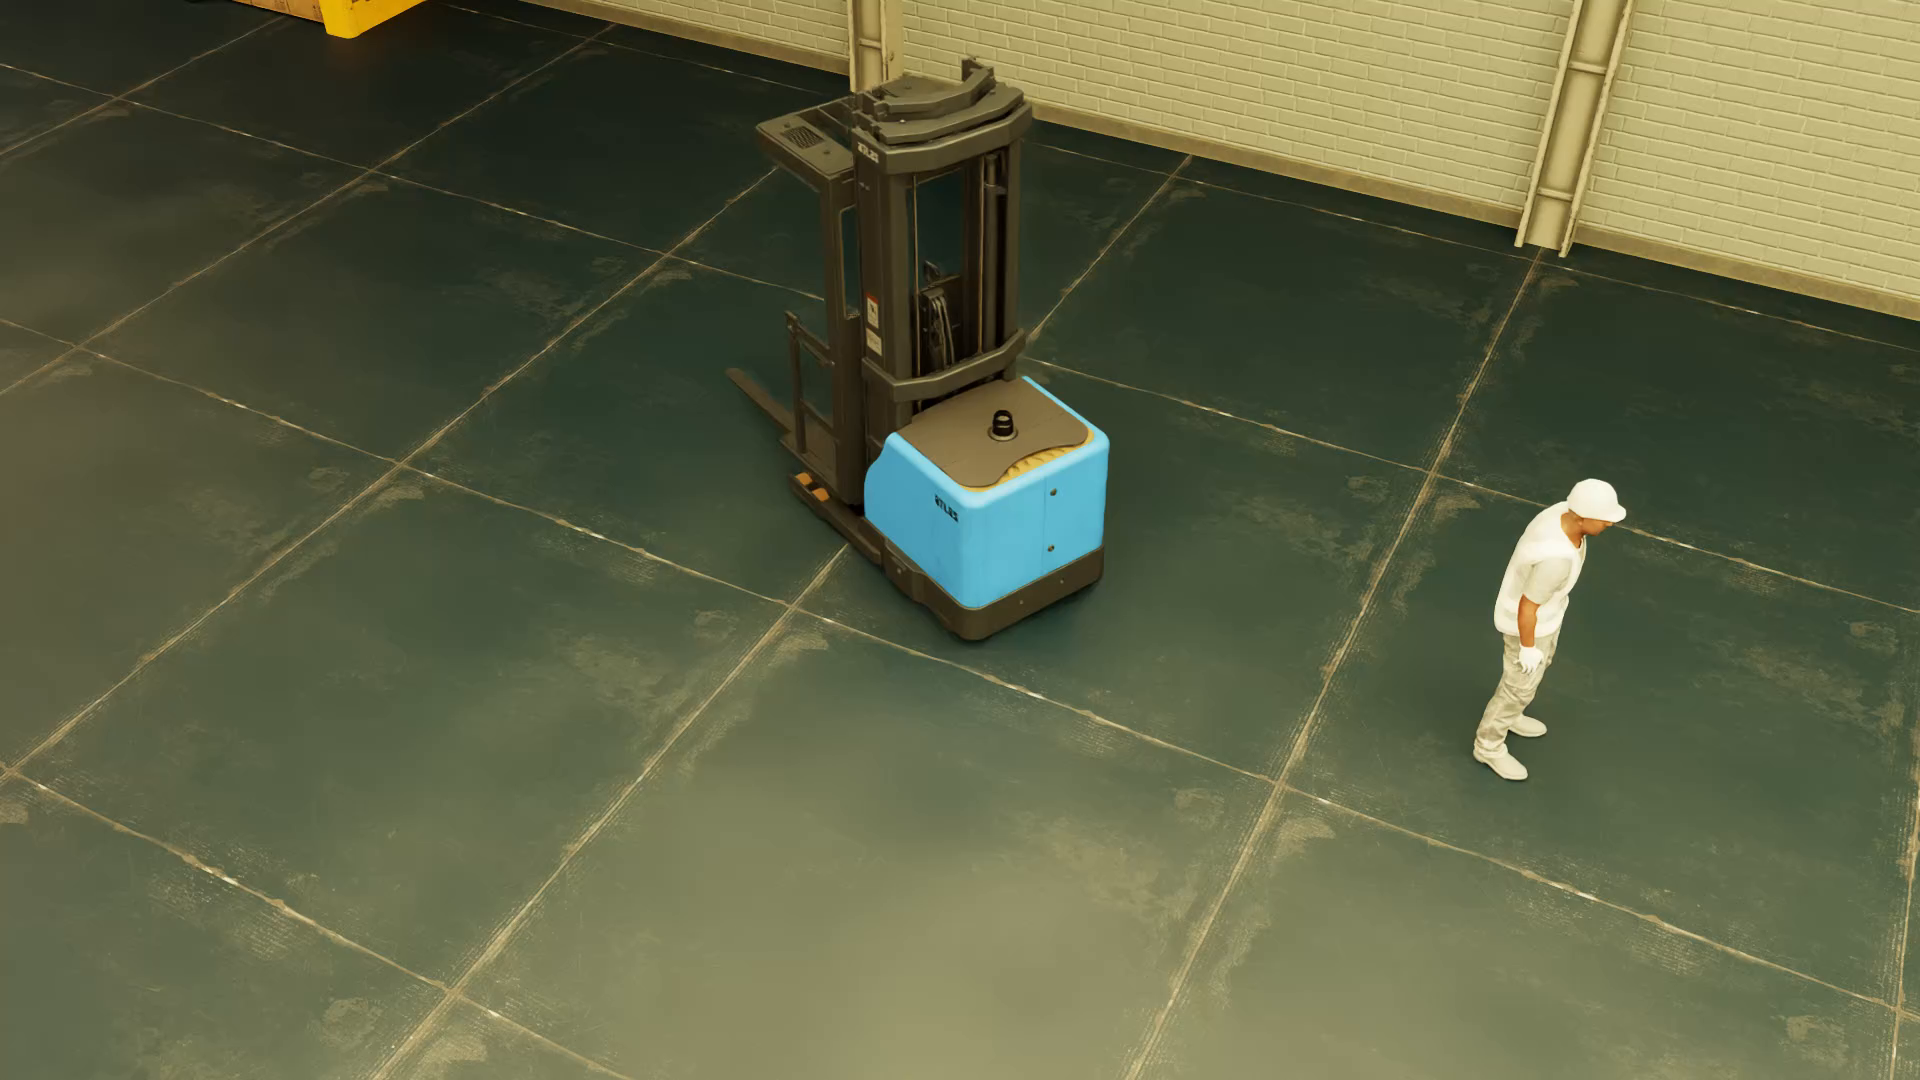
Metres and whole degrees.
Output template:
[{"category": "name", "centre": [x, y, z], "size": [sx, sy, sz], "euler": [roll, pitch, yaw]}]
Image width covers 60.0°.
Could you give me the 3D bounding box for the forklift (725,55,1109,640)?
[{"category": "forklift", "centre": [-0.428, -1.451, 9.709], "size": [1.130, 2.935, 3.031], "euler": [-26, 46, -27]}]

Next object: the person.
[{"category": "person", "centre": [2.936, 0.404, 8.409], "size": [0.453, 1.772, 0.616], "euler": [20, 44, 22]}]
